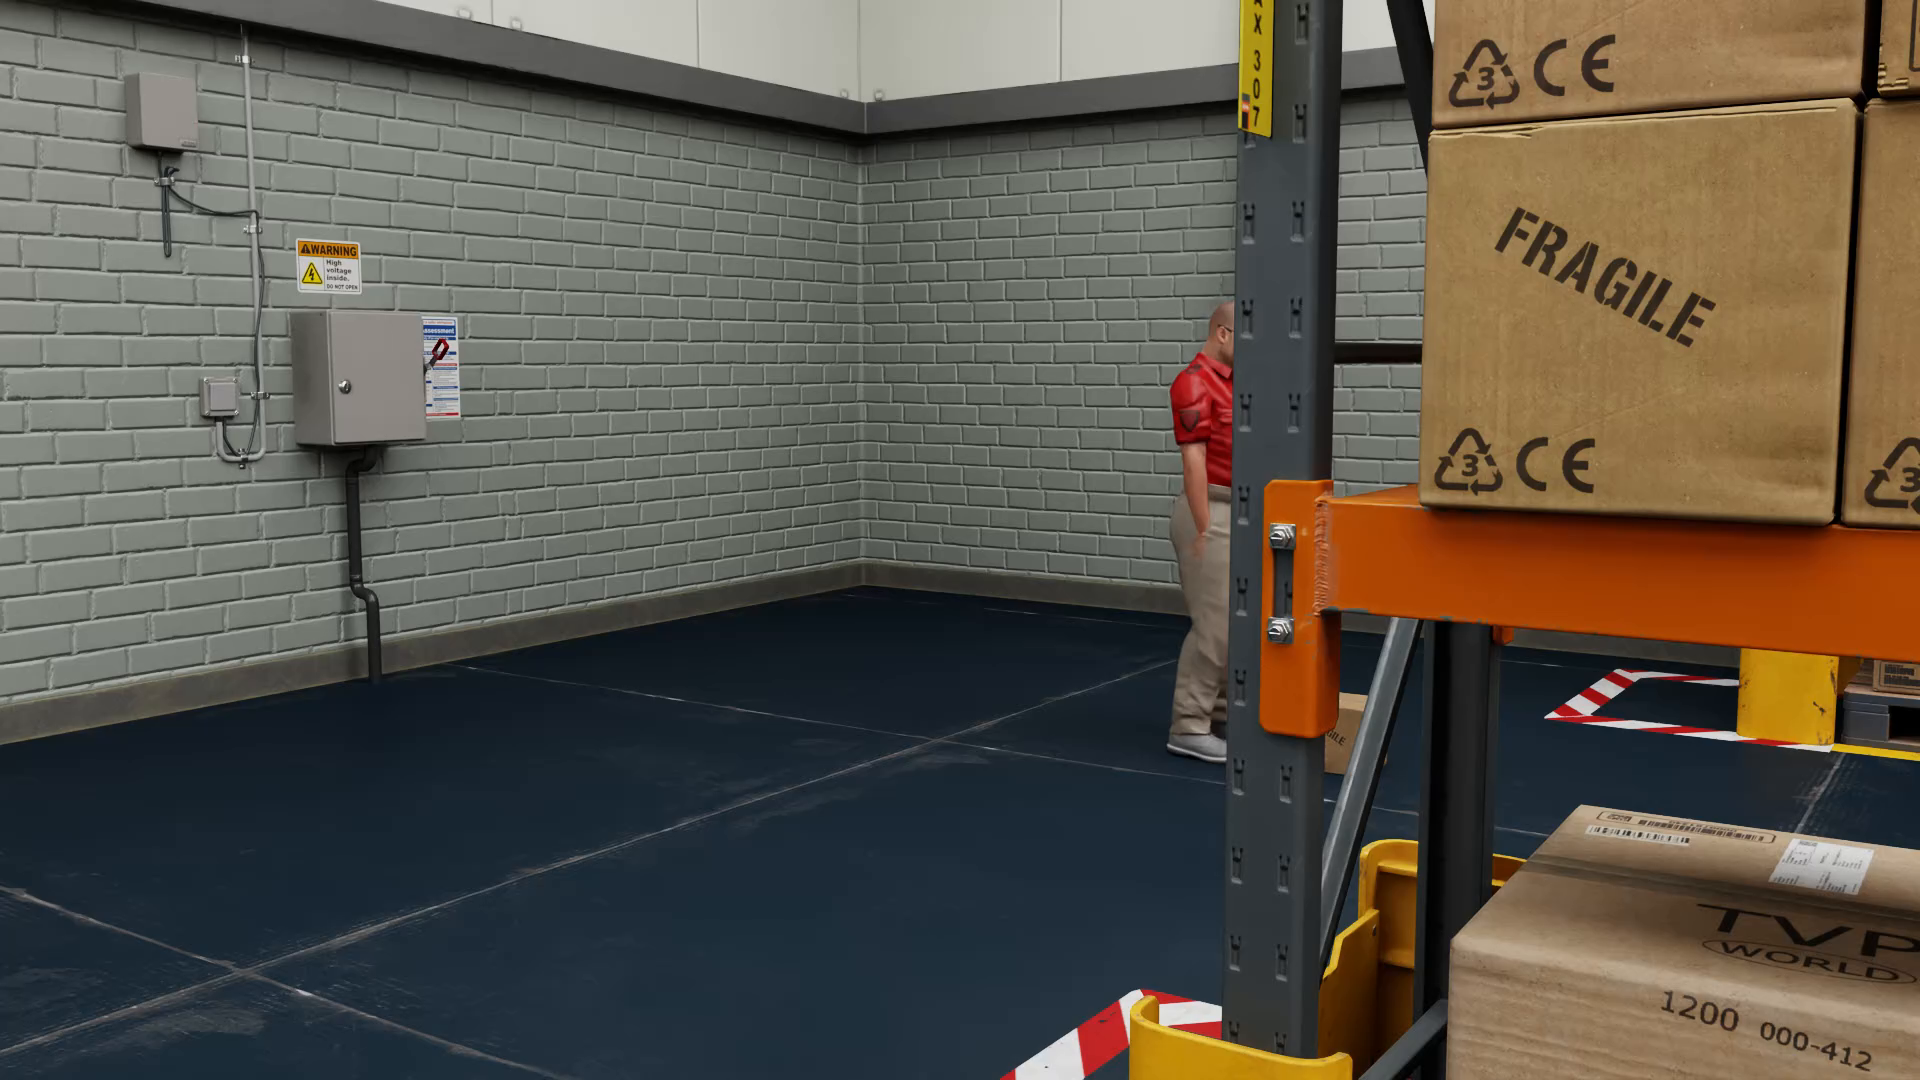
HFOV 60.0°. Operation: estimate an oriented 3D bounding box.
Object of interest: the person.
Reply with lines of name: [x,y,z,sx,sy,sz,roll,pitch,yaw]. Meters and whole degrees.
person: [1.017,-0.041,6.324,0.356,1.724,0.532,4,8,35]
